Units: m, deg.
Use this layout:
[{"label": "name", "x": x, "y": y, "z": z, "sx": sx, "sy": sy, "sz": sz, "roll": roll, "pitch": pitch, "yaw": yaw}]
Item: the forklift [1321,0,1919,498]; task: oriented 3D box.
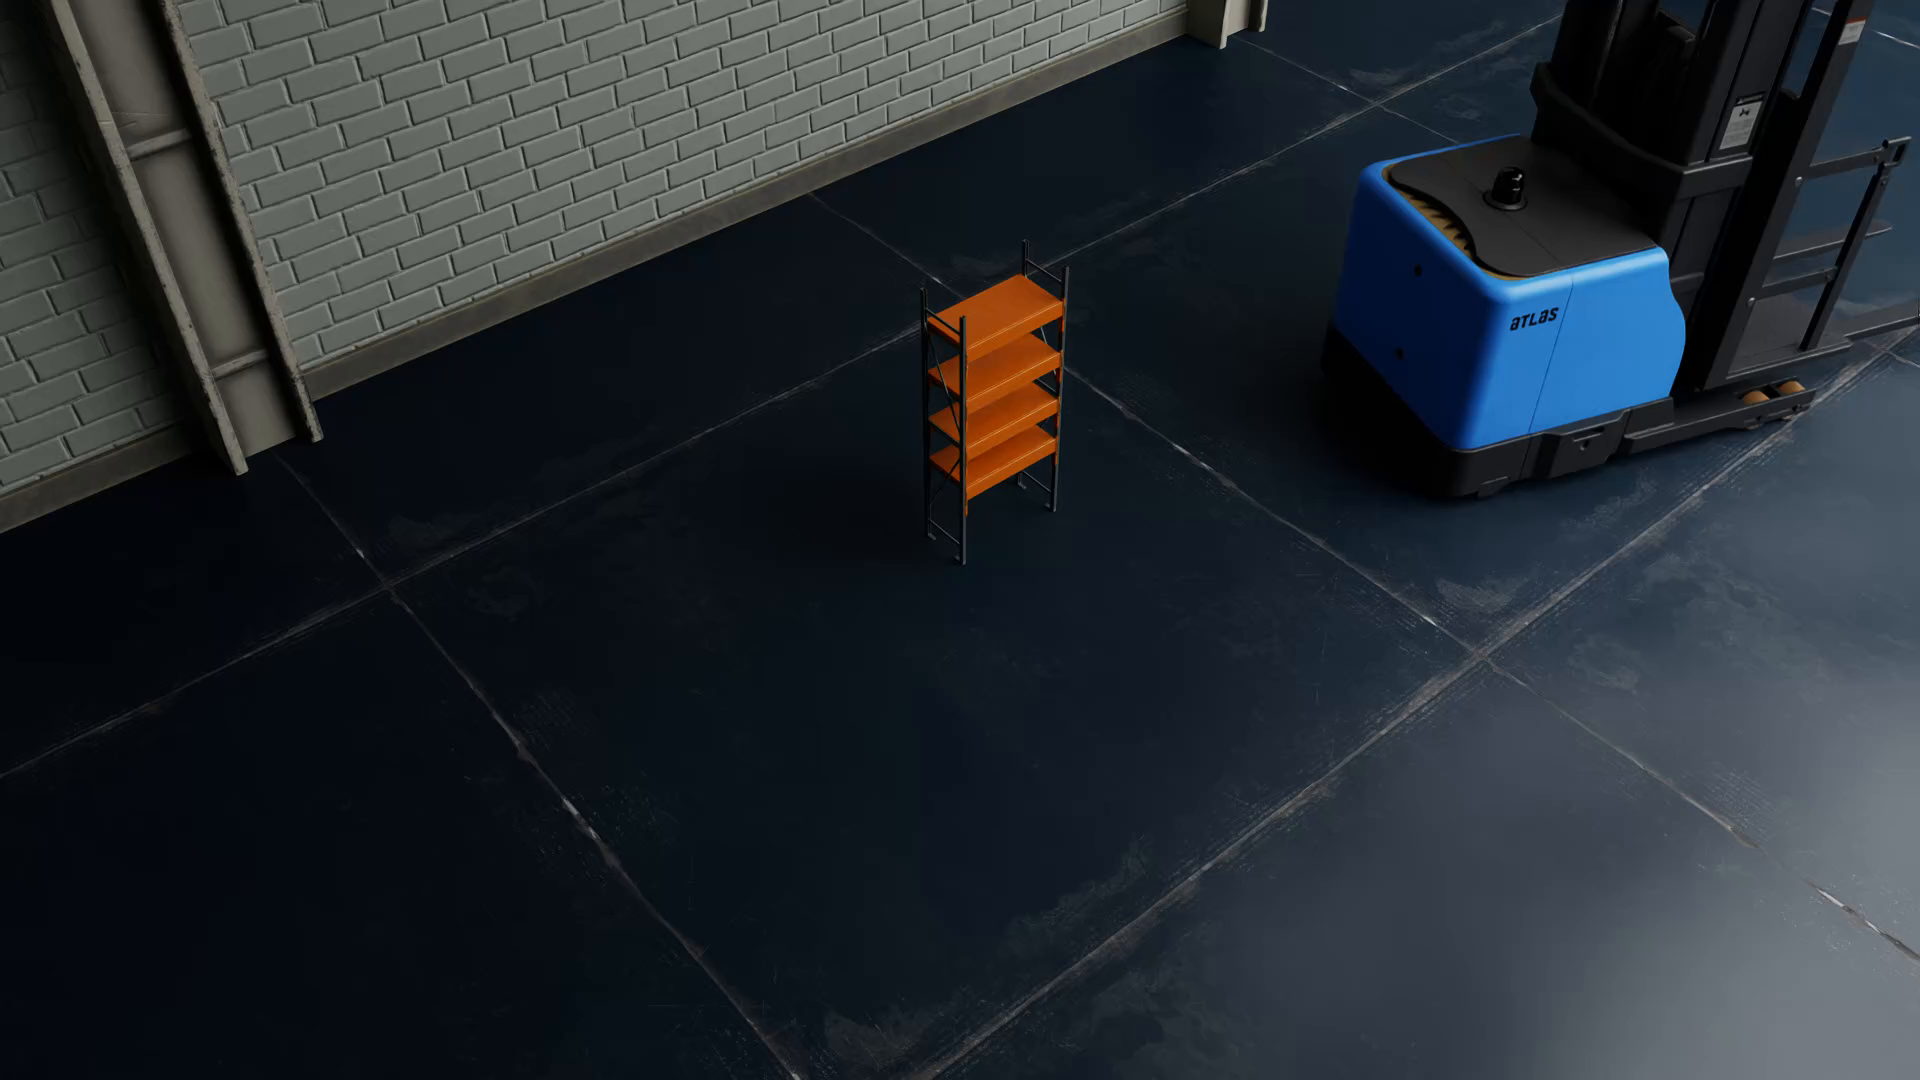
[{"label": "forklift", "x": 3.195, "y": -1.876, "z": 6.607, "sx": 3.031, "sy": 2.935, "sz": 1.130, "roll": -15, "pitch": 45, "yaw": -15}]

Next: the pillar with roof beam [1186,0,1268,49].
[{"label": "pillar with roof beam", "x": 4.353, "y": -4.093, "z": 4.534, "sx": 0.400, "sy": 9.000, "sz": 9.100, "roll": -30, "pitch": 51, "yaw": -28}]

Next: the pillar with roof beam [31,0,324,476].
[{"label": "pillar with roof beam", "x": -0.249, "y": -1.457, "z": 1.728, "sx": 0.400, "sy": 9.000, "sz": 9.100, "roll": -30, "pitch": 51, "yaw": -28}]

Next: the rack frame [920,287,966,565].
[{"label": "rack frame", "x": -0.060, "y": -0.403, "z": 6.303, "sx": 0.015, "sy": 1.200, "sz": 0.240, "roll": -30, "pitch": 51, "yaw": -28}]

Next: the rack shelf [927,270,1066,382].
[{"label": "rack shelf", "x": 0.127, "y": -0.796, "z": 6.148, "sx": 0.480, "sy": 0.148, "sz": 0.258, "roll": -30, "pitch": 51, "yaw": -28}]

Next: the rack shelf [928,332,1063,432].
[{"label": "rack shelf", "x": 0.127, "y": -0.624, "z": 6.310, "sx": 0.480, "sy": 0.148, "sz": 0.258, "roll": -30, "pitch": 51, "yaw": -28}]

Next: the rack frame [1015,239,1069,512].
[{"label": "rack frame", "x": 0.314, "y": -0.617, "z": 6.531, "sx": 0.015, "sy": 1.200, "sz": 0.240, "roll": -30, "pitch": 51, "yaw": -28}]

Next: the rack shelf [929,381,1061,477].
[{"label": "rack shelf", "x": 0.127, "y": -0.461, "z": 6.463, "sx": 0.480, "sy": 0.148, "sz": 0.258, "roll": -30, "pitch": 51, "yaw": -28}]

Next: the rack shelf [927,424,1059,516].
[{"label": "rack shelf", "x": 0.127, "y": -0.316, "z": 6.599, "sx": 0.480, "sy": 0.148, "sz": 0.258, "roll": -30, "pitch": 51, "yaw": -28}]

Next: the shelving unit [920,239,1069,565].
[{"label": "shelving unit", "x": 0.127, "y": -0.510, "z": 6.417, "sx": 0.503, "sy": 1.200, "sz": 0.258, "roll": -30, "pitch": 51, "yaw": -28}]
